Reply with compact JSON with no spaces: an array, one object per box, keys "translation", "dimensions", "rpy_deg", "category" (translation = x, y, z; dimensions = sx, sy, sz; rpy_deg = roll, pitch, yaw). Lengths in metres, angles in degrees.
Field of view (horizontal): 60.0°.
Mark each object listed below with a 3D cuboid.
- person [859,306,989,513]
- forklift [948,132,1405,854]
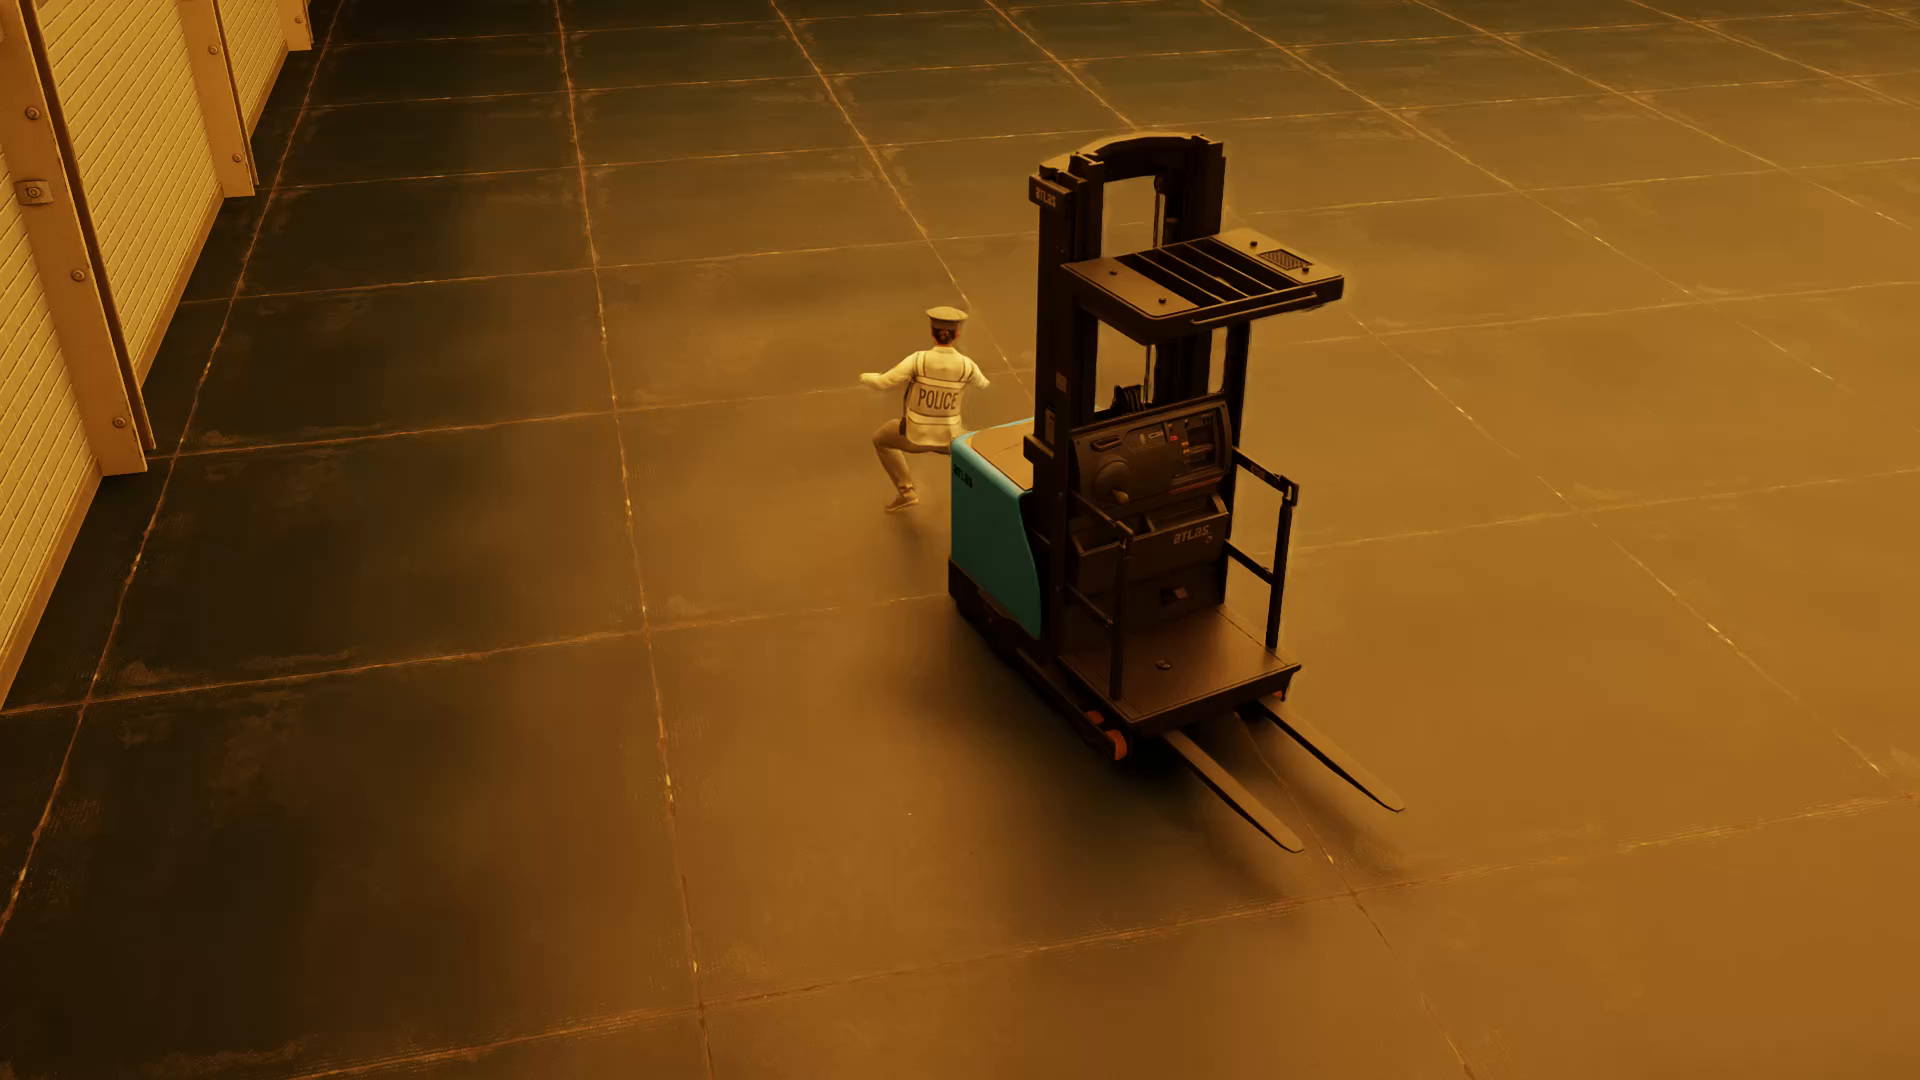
[{"translation":[-0.165,-0.802,10.417],"dimensions":[0.906,1.470,0.710],"rpy_deg":[-4,30,-7],"category":"person"},{"translation":[1.086,-0.391,8.250],"dimensions":[1.130,2.935,3.031],"rpy_deg":[-15,33,-25],"category":"forklift"}]
